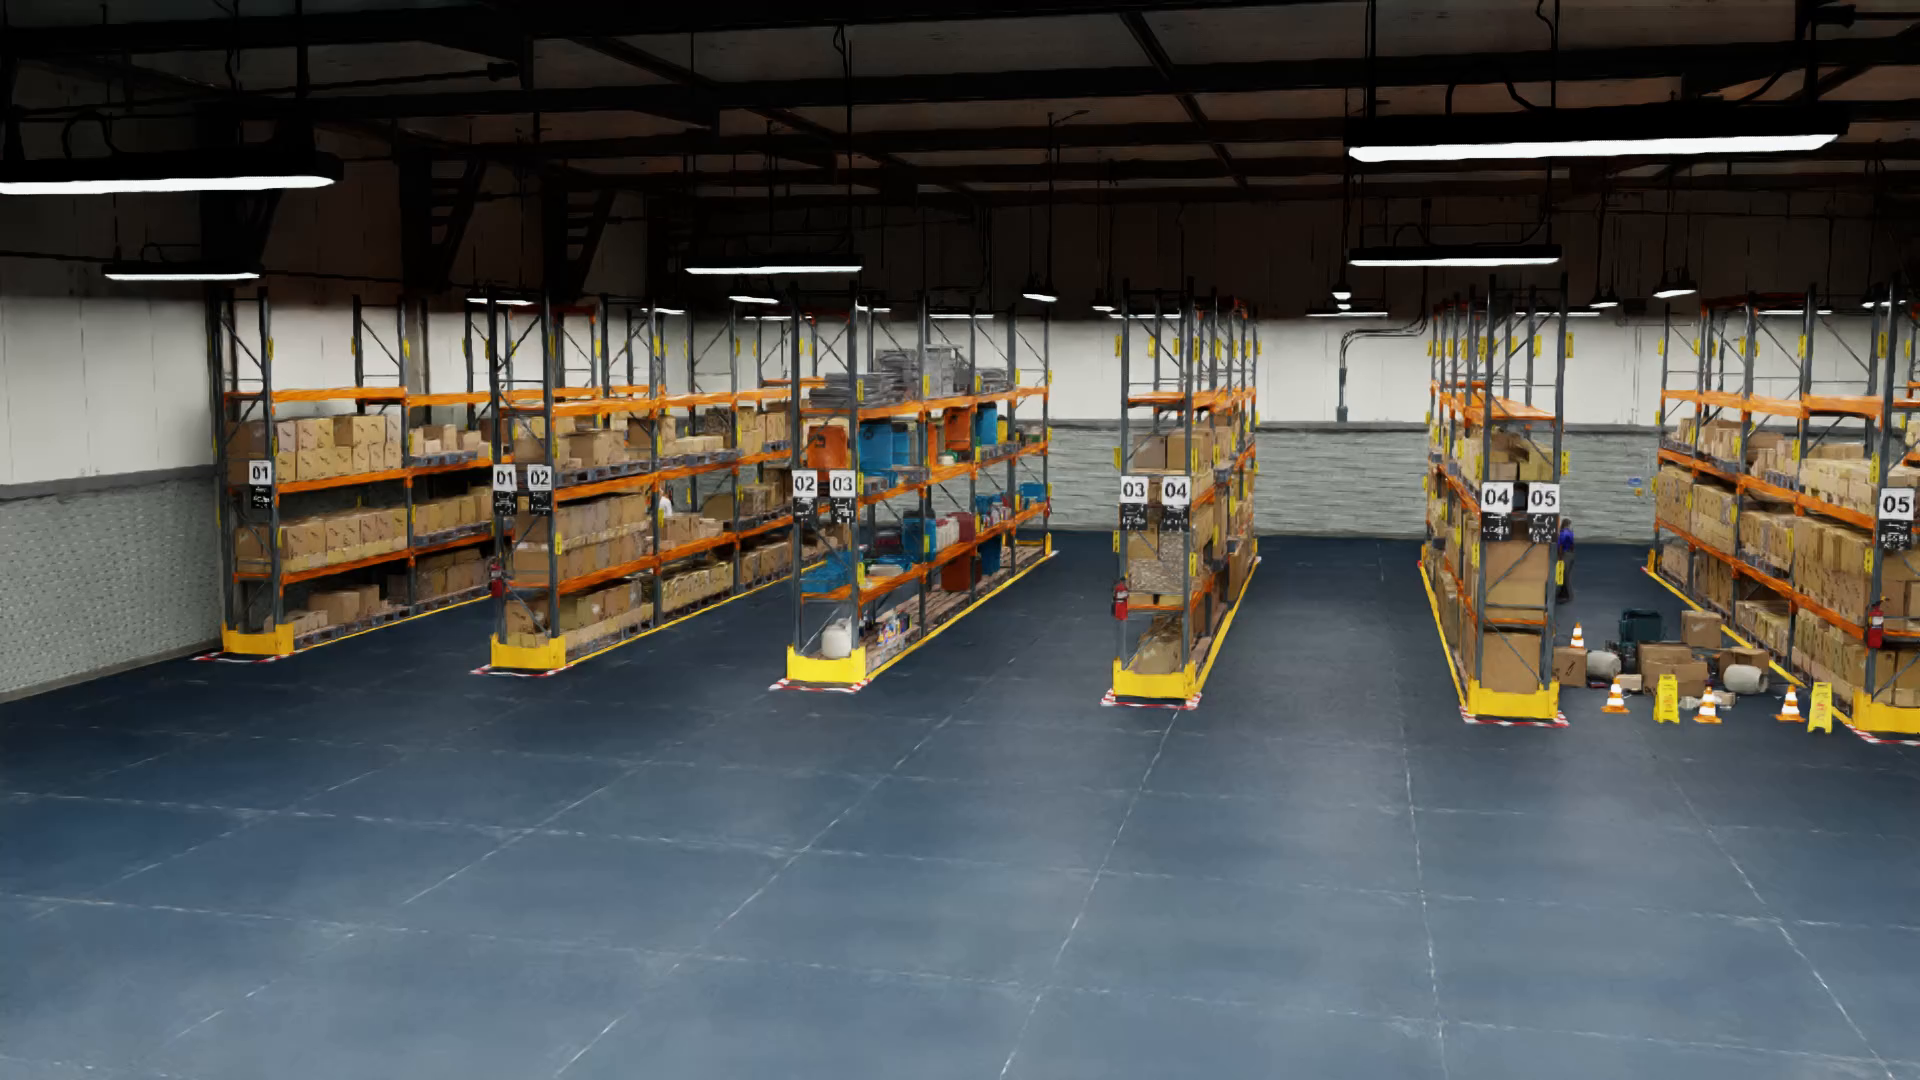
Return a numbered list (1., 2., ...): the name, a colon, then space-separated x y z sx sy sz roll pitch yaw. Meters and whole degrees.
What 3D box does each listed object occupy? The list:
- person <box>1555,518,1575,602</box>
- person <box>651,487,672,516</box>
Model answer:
1. person: 12.018 0.377 33.067 0.528 1.656 0.531 6 9 43
2. person: -7.122 -0.408 39.630 0.603 1.724 1.110 1 7 12
